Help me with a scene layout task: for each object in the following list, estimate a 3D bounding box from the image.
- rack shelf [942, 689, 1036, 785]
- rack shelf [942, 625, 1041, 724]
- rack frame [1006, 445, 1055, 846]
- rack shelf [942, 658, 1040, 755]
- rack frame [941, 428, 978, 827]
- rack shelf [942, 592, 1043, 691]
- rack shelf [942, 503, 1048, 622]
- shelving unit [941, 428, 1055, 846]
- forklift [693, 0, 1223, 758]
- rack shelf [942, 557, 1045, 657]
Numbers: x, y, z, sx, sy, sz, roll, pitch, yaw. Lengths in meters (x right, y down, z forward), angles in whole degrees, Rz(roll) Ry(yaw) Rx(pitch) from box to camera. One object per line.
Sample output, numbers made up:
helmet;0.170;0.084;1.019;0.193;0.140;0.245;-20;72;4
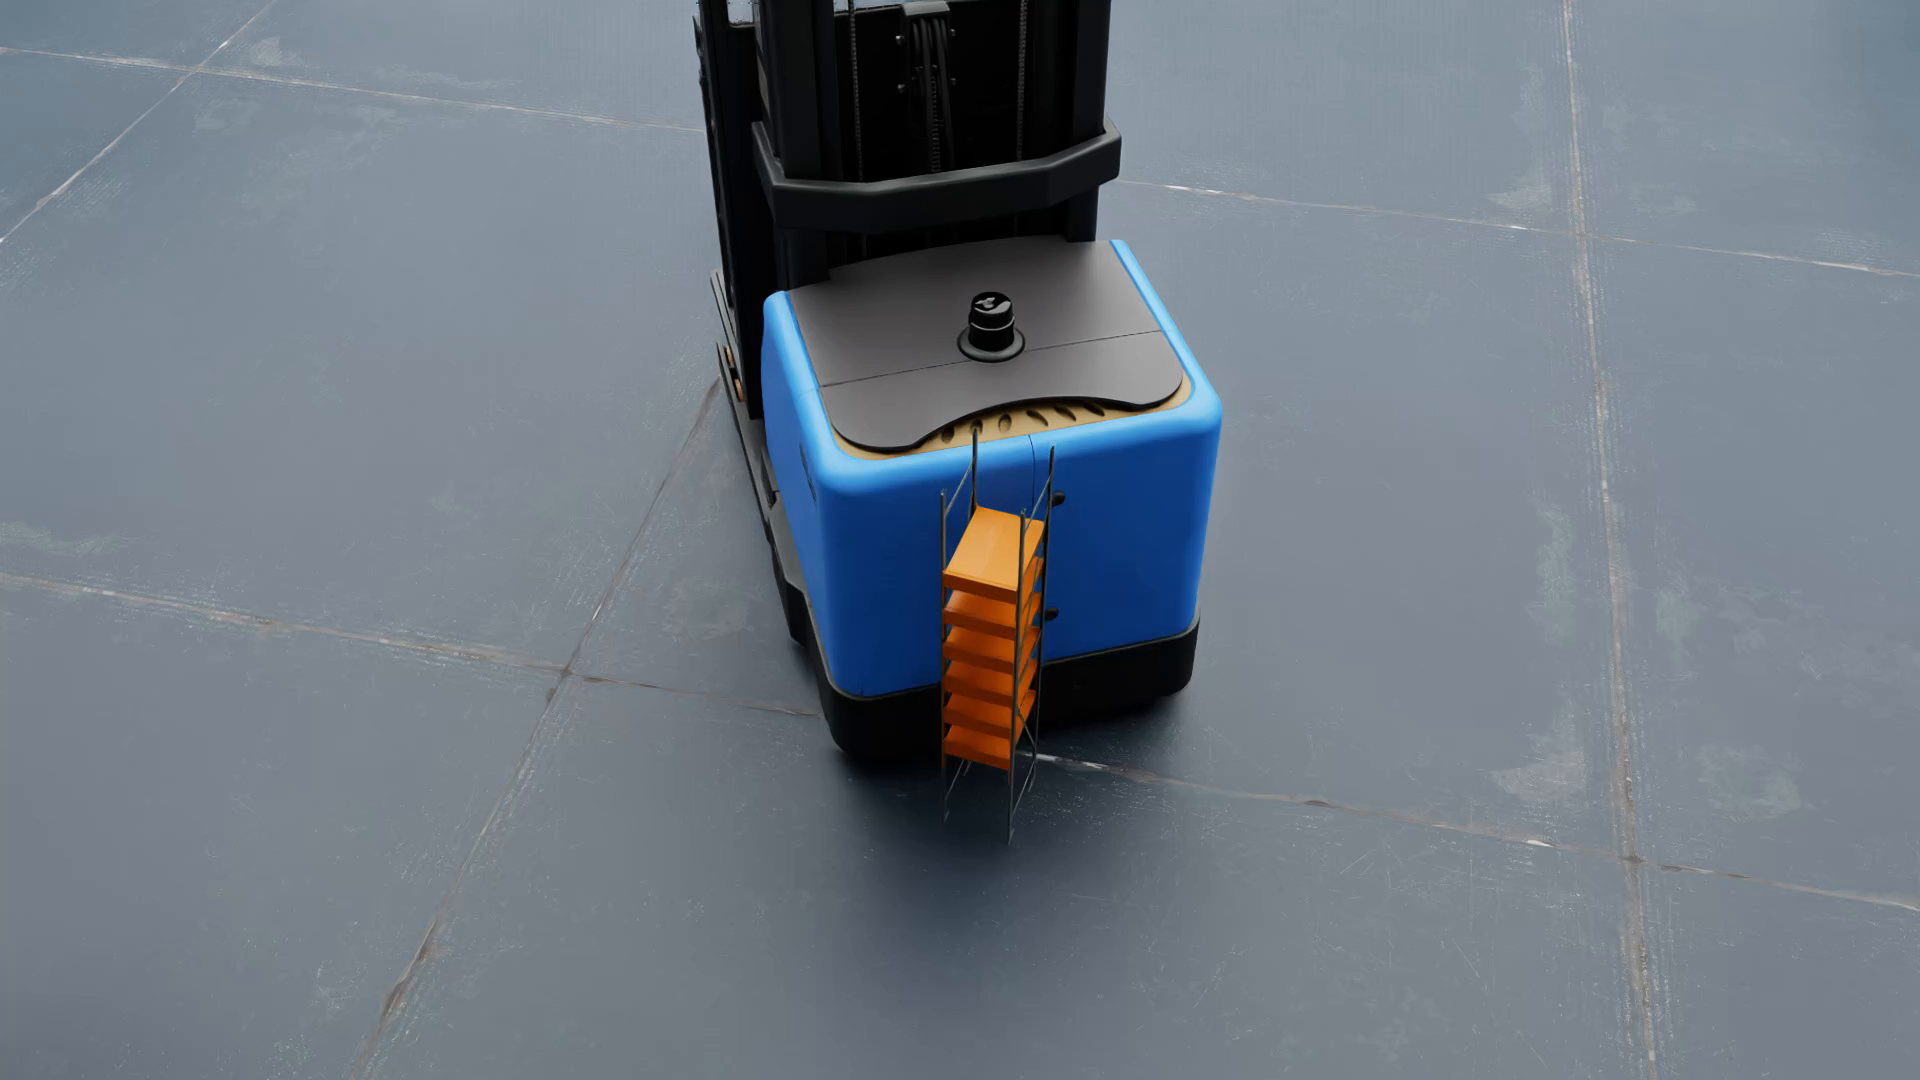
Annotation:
rack shelf;0.080;0.483;4.291;0.180;0.103;0.258;14;45;13
rack shelf;0.082;0.310;4.125;0.180;0.103;0.258;14;45;13
rack frame;0.168;0.299;4.073;0.006;1.200;0.240;14;45;13
rack shelf;0.081;0.397;4.208;0.180;0.103;0.258;14;45;13
rack frame;-0.005;0.257;4.116;0.006;1.200;0.240;14;45;13
rack shelf;0.082;0.223;4.042;0.180;0.103;0.258;14;45;13
rack shelf;0.084;0.050;3.876;0.180;0.103;0.258;14;45;13
shelving unit;0.082;0.278;4.094;0.189;1.200;0.258;14;45;13
forklift;-0.213;-1.503;4.698;1.130;2.935;3.031;-11;45;-11
rack shelf;0.083;0.136;3.959;0.180;0.103;0.258;14;45;13
